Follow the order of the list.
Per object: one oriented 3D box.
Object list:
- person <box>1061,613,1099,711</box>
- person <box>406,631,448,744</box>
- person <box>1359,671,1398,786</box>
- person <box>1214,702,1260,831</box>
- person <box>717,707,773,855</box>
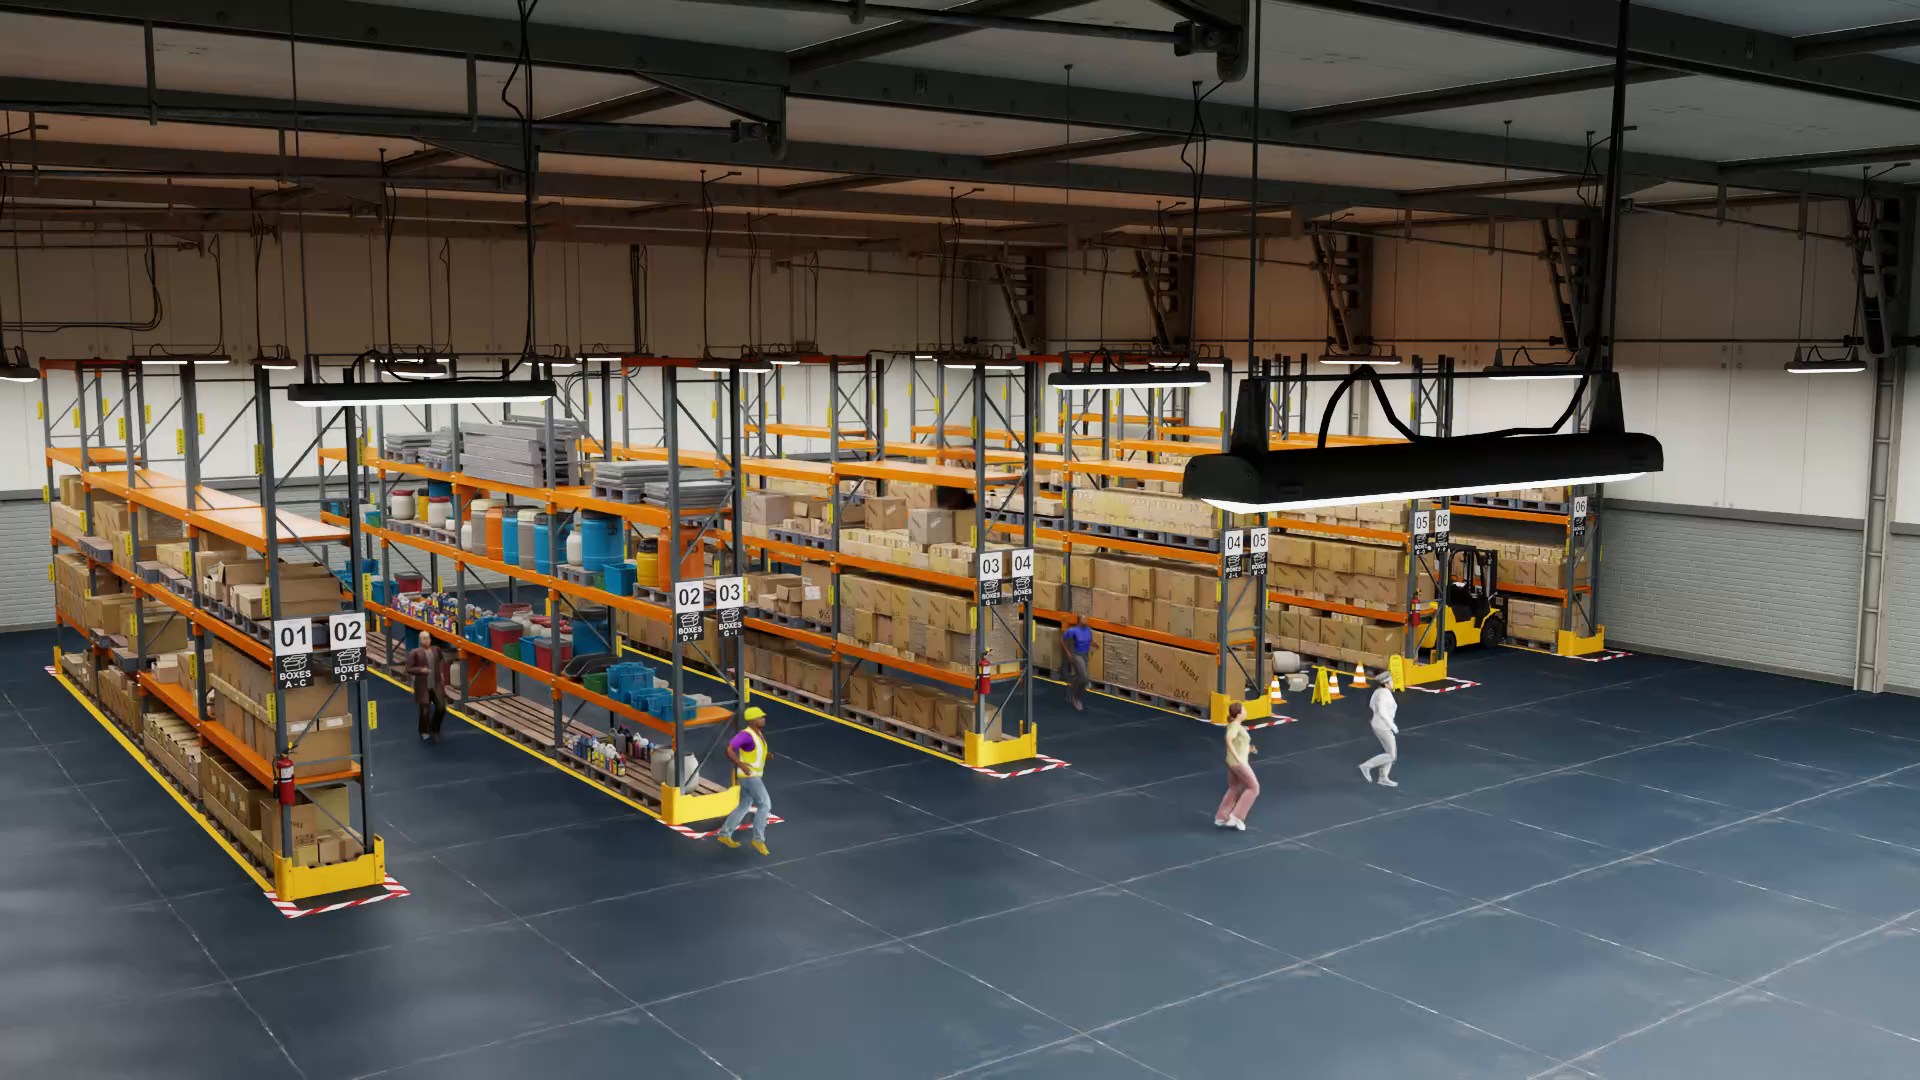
[{"bbox_3d":[2.090,2.087,28.658,0.571,1.693,0.715,-6,9,-42],"label":"person"},{"bbox_3d":[-8.336,2.330,26.135,0.687,1.805,0.733,-5,9,-37],"label":"person"},{"bbox_3d":[5.961,2.678,23.670,0.579,1.676,0.642,0,7,0],"label":"person"},{"bbox_3d":[3.593,2.940,21.566,0.567,1.695,0.578,-1,7,-5],"label":"person"},{"bbox_3d":[-2.678,2.990,20.792,0.696,1.809,0.720,0,7,-1],"label":"person"}]
